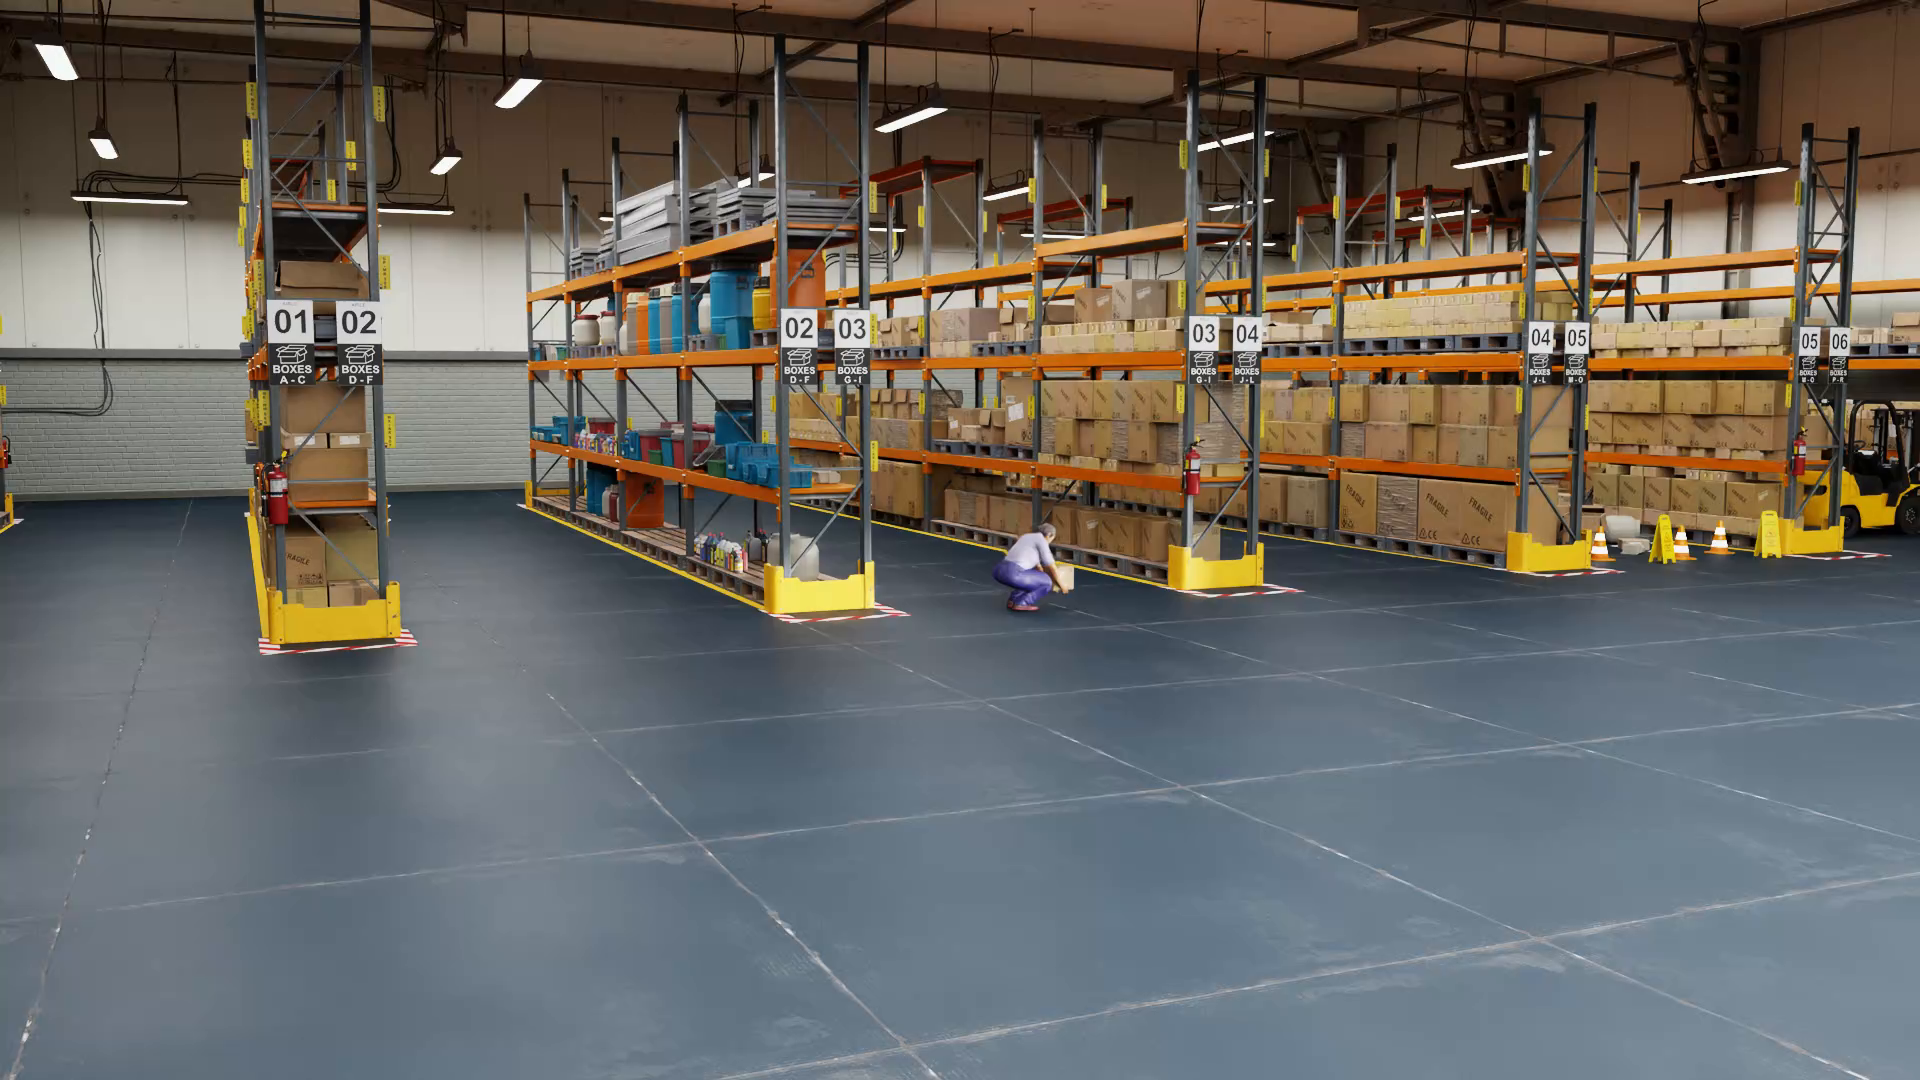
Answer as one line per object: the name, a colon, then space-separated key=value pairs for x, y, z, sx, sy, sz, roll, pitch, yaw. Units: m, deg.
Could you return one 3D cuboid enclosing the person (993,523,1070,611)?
person: x=0.759 y=0.289 z=17.933 sx=0.829 sy=0.924 sz=0.528 roll=-2 pitch=6 yaw=-24
